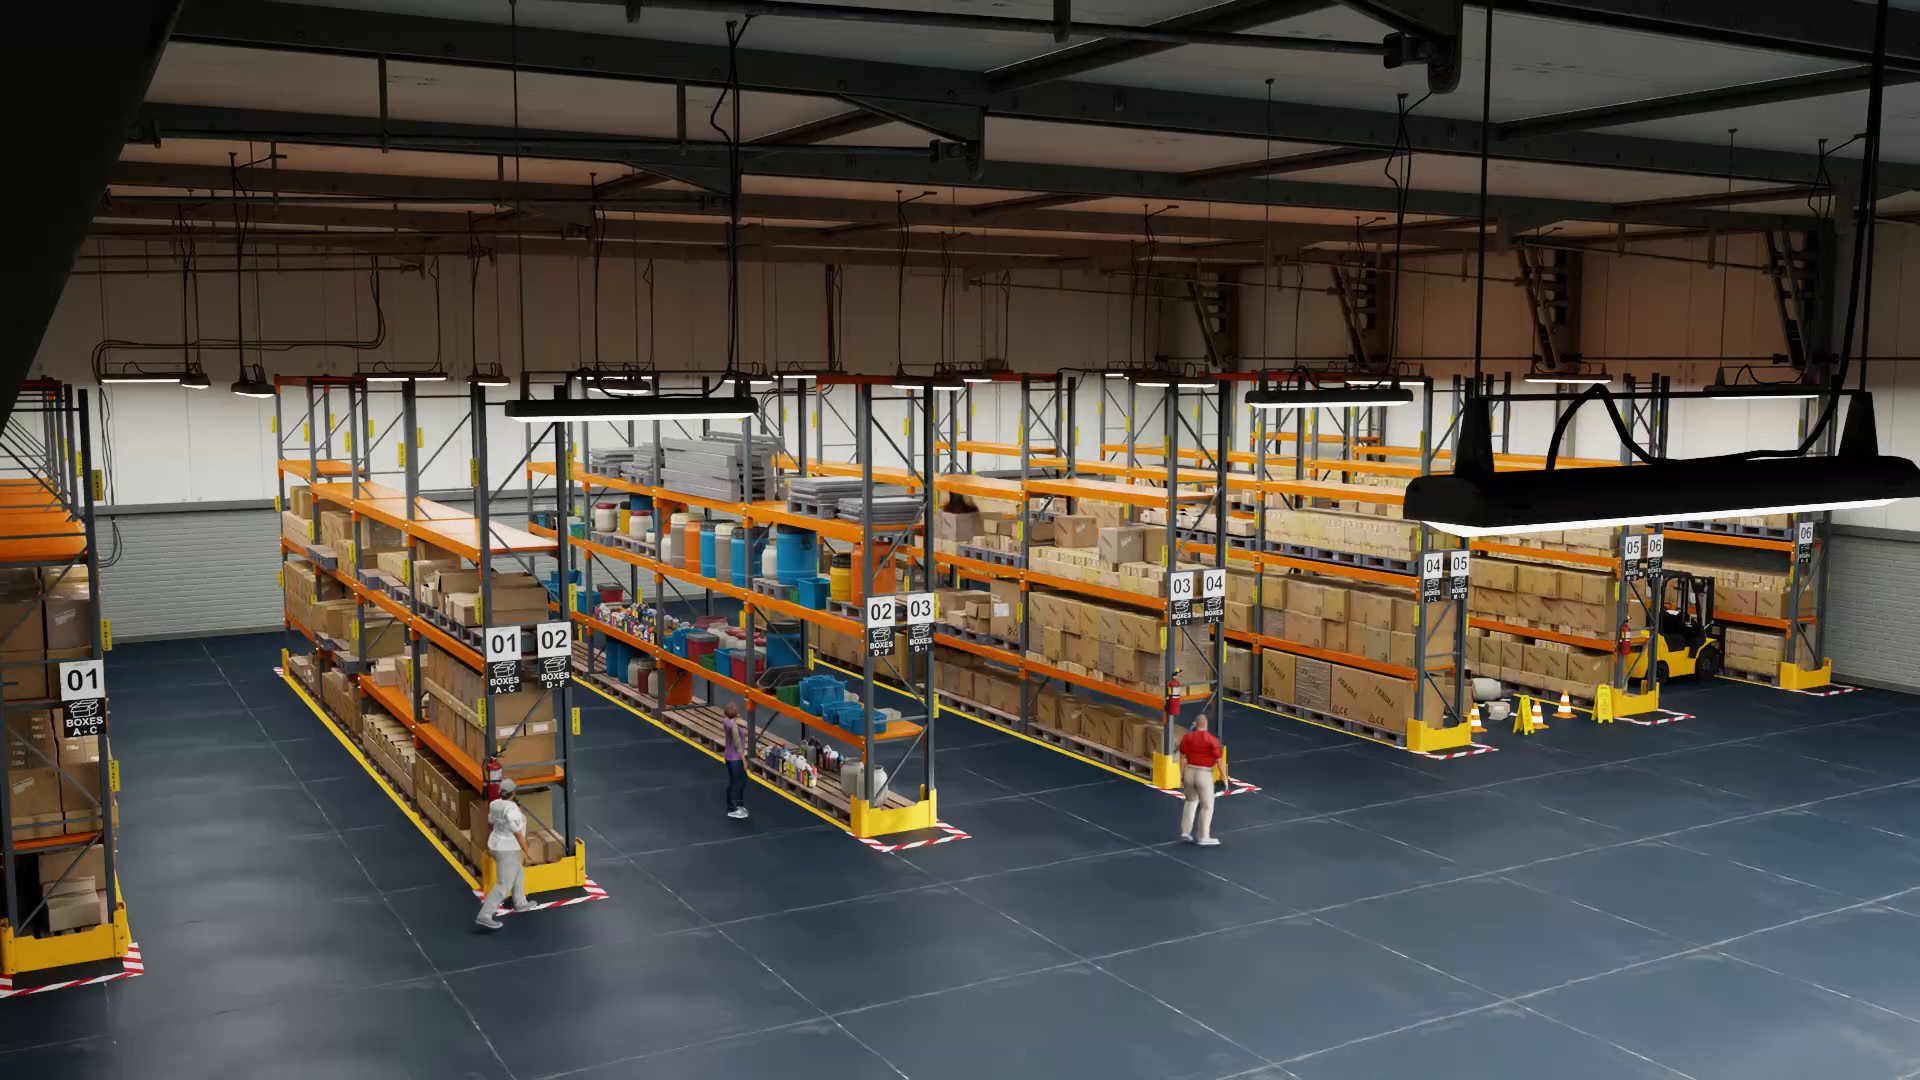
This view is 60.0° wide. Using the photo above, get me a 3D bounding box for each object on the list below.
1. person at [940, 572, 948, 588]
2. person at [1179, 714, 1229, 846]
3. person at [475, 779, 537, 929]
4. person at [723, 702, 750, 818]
[{"bbox_3d":[-0.562,0.773,43.208,0.492,1.639,0.517,3,7,25],"label":"person"},{"bbox_3d":[3.175,3.145,21.677,0.605,1.790,0.392,5,8,39],"label":"person"},{"bbox_3d":[-5.112,3.481,18.723,0.876,1.621,0.625,-5,8,-38],"label":"person"},{"bbox_3d":[-3.088,3.057,22.949,0.360,1.630,0.429,-1,6,-5],"label":"person"}]
